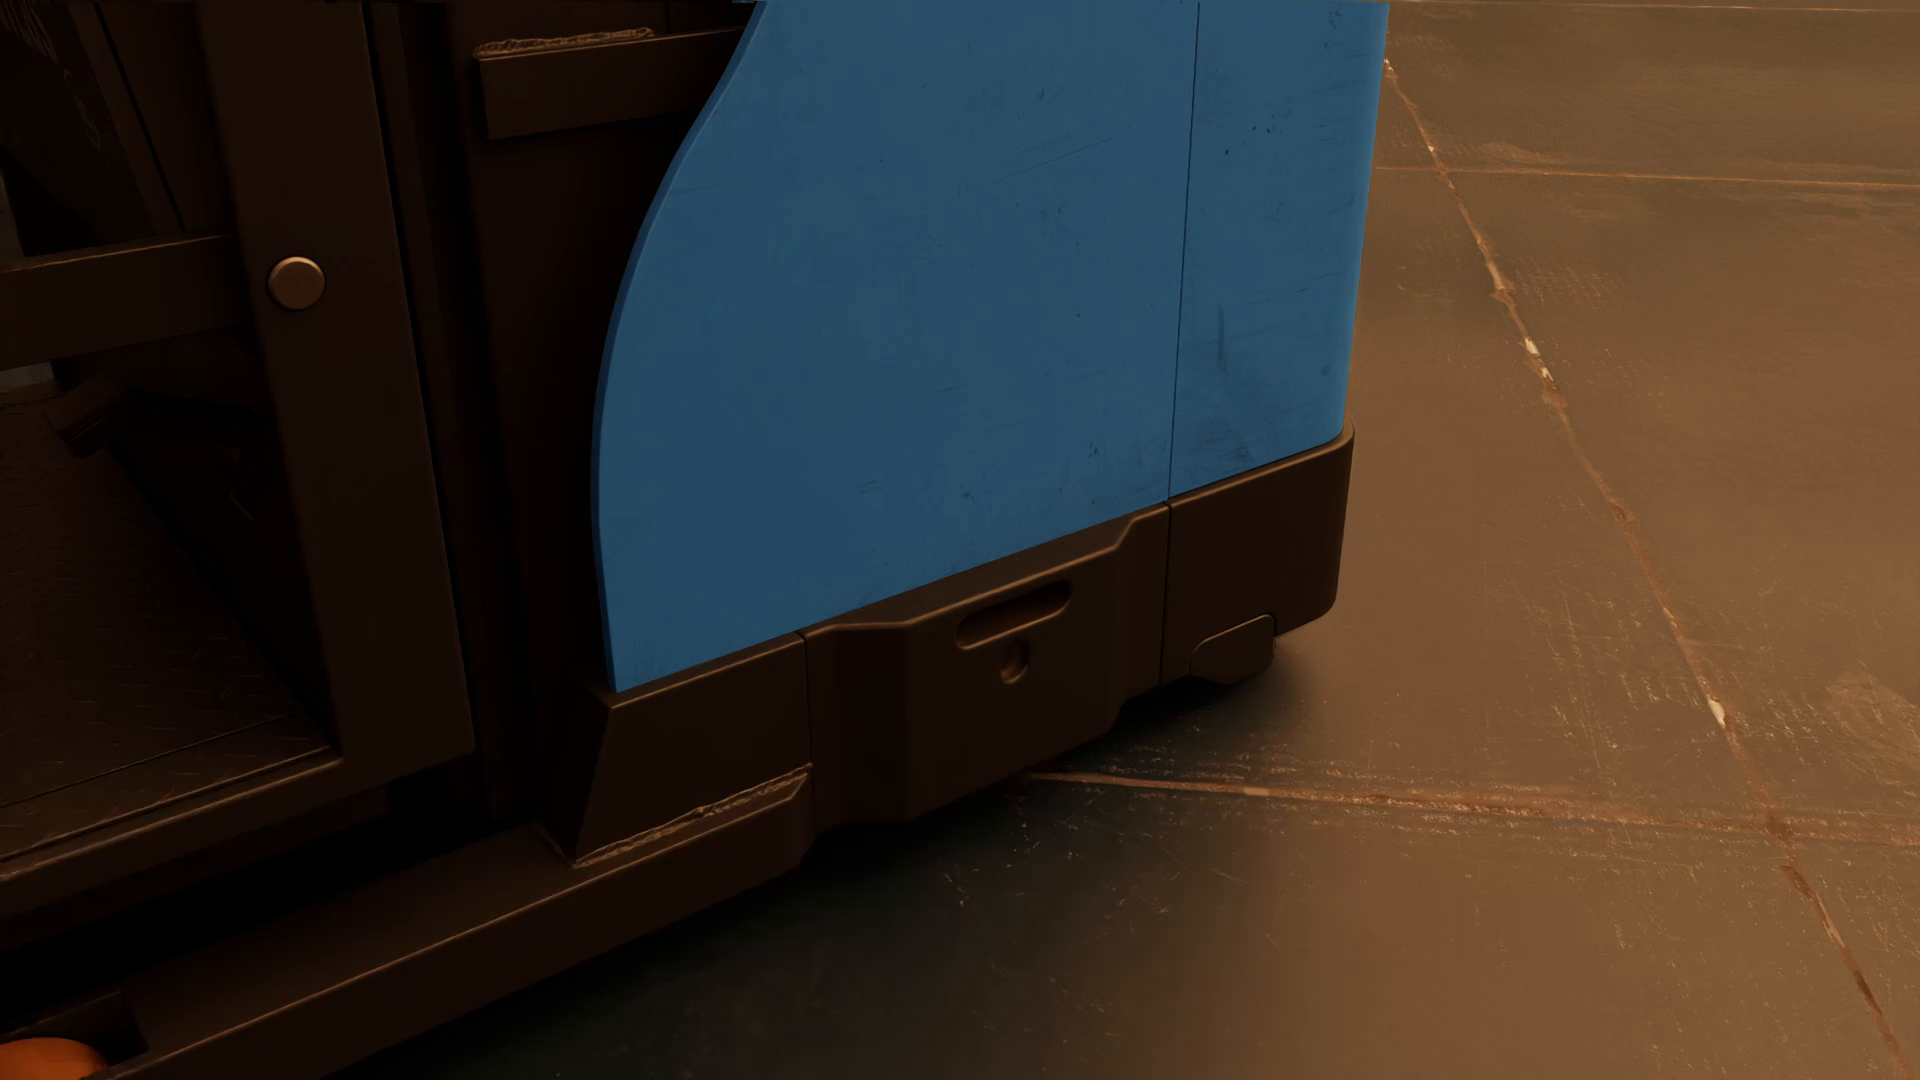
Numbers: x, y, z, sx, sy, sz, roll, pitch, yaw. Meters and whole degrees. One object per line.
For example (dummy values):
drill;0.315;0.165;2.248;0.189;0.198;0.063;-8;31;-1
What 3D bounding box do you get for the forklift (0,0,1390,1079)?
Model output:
forklift;-0.984;-0.951;1.124;3.031;2.935;1.130;-19;32;-33
